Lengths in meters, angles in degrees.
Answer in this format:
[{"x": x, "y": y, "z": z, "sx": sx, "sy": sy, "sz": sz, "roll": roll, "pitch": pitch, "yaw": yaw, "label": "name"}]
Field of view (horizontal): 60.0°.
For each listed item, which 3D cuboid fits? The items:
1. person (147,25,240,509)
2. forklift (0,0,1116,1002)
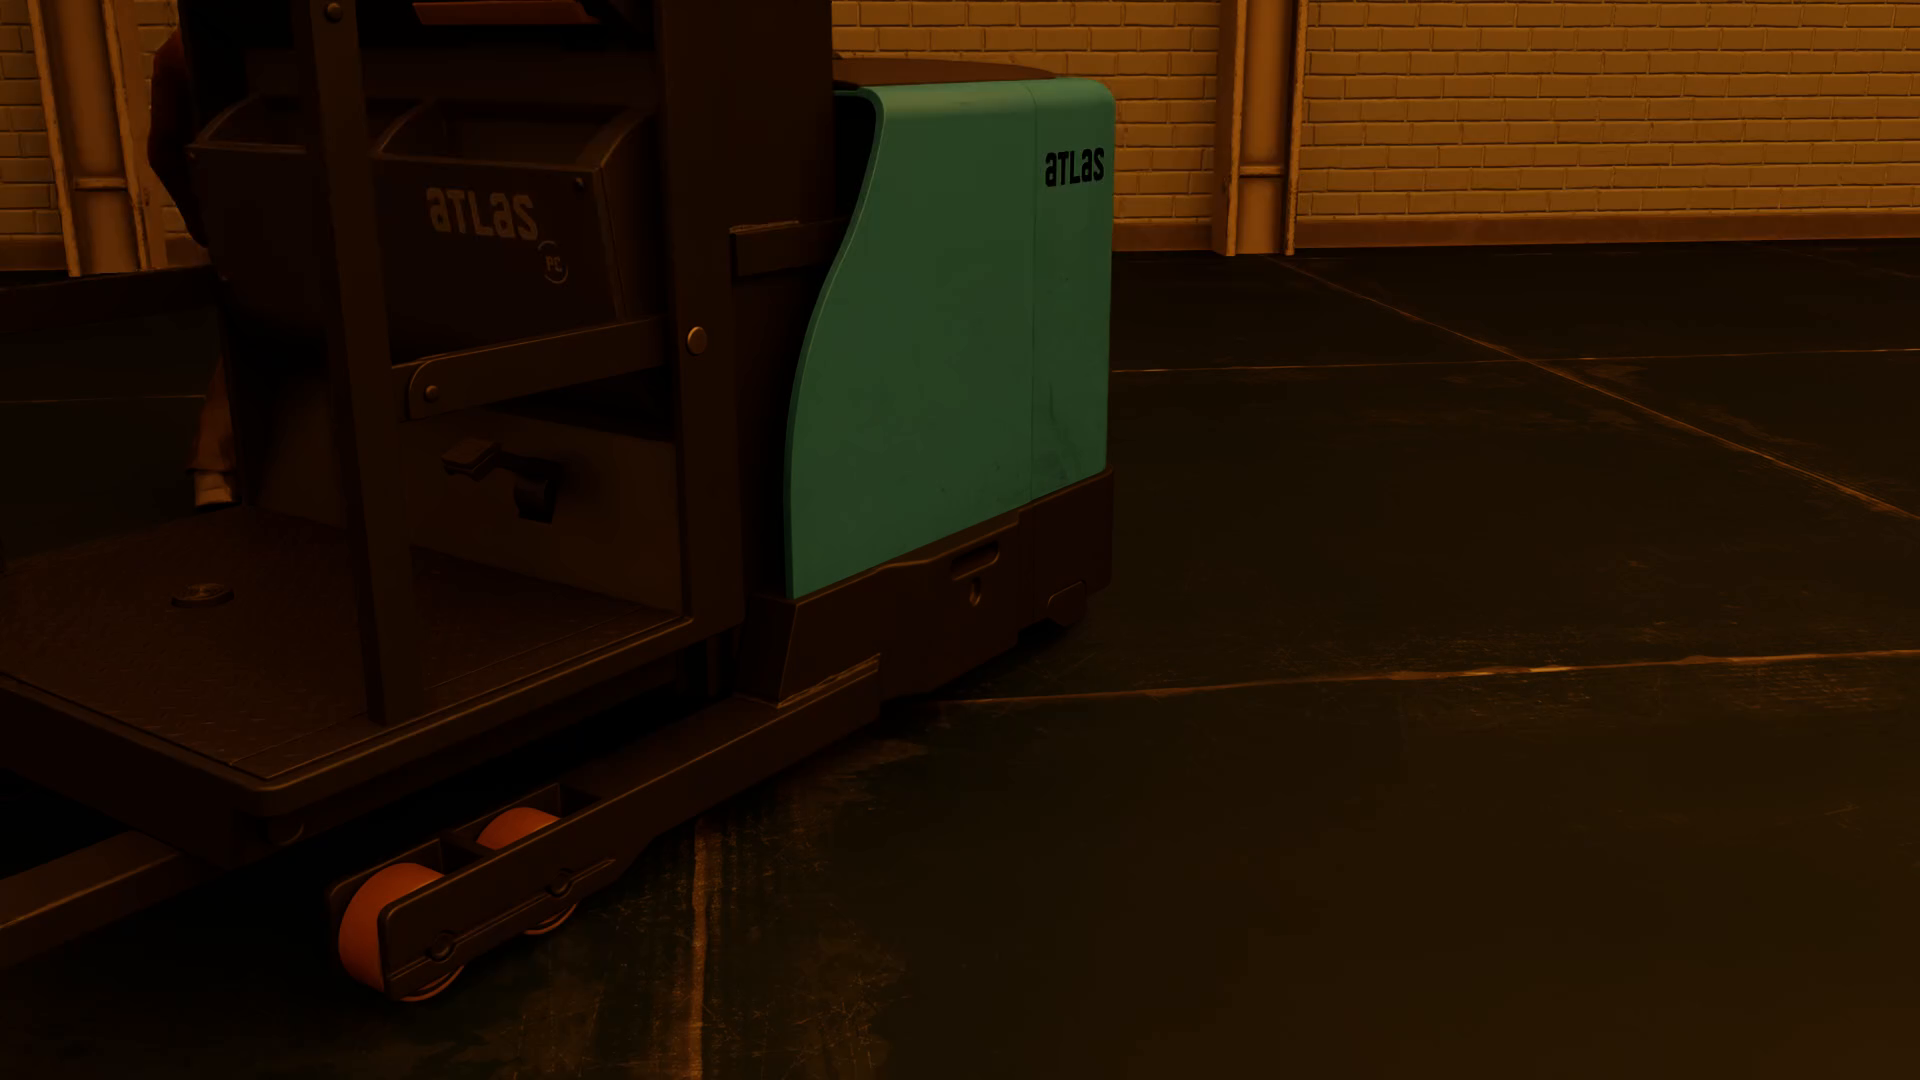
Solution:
[{"x": -1.616, "y": -0.840, "z": 4.231, "sx": 0.830, "sy": 1.537, "sz": 0.675, "roll": -2, "pitch": 17, "yaw": -7, "label": "person"}, {"x": -0.936, "y": -0.987, "z": 2.163, "sx": 1.130, "sy": 2.935, "sz": 3.031, "roll": 11, "pitch": 20, "yaw": 33, "label": "forklift"}]
